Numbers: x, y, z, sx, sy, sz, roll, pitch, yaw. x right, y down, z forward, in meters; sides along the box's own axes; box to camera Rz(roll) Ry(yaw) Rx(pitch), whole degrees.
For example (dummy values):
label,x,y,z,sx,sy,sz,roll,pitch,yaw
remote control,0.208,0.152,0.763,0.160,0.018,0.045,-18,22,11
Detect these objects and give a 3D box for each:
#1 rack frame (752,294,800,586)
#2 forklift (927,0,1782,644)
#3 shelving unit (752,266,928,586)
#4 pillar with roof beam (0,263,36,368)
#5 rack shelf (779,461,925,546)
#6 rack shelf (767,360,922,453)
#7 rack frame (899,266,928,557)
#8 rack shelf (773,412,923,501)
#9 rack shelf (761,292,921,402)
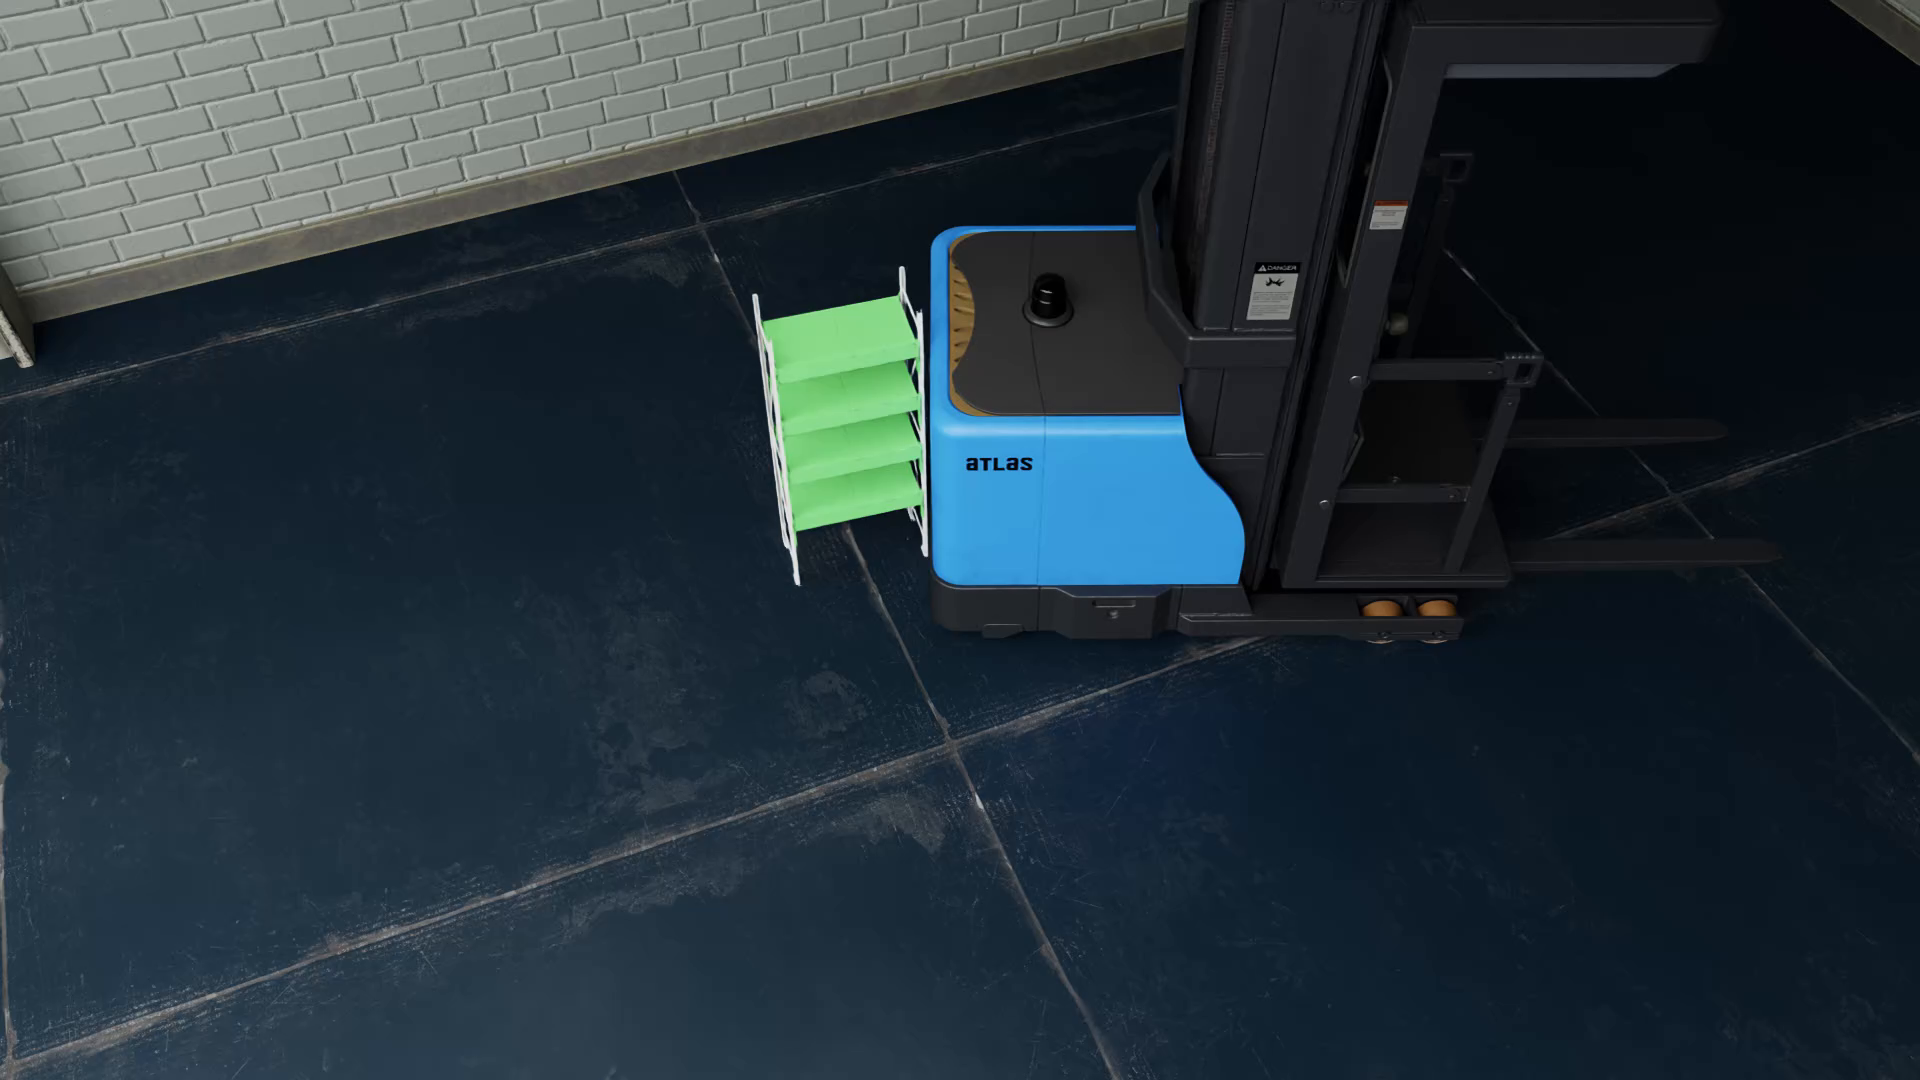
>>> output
label,x,y,z,sx,sy,sz,roll,pitch,yaw
rack frame,-0.627,-0.312,5.727,0.015,1.200,0.240,-12,50,-10
forklift,1.405,-0.992,5.169,3.031,2.935,1.130,0,49,0
shelving unit,-0.393,-0.364,5.772,0.503,1.200,0.258,-12,50,-10
pillar with roof beam,-2.436,-0.683,0.905,0.400,9.000,9.100,-17,52,-14
rack shelf,-0.393,-0.166,6.002,0.480,0.148,0.258,-12,50,-10
rack shelf,-0.393,-0.479,5.638,0.480,0.148,0.258,-12,50,-10
rack frame,-0.159,-0.416,5.816,0.015,1.200,0.240,-12,50,-10
rack shelf,-0.393,-0.322,5.820,0.480,0.148,0.258,-12,50,-10
rack shelf,-0.393,-0.635,5.456,0.480,0.148,0.258,-12,50,-10
